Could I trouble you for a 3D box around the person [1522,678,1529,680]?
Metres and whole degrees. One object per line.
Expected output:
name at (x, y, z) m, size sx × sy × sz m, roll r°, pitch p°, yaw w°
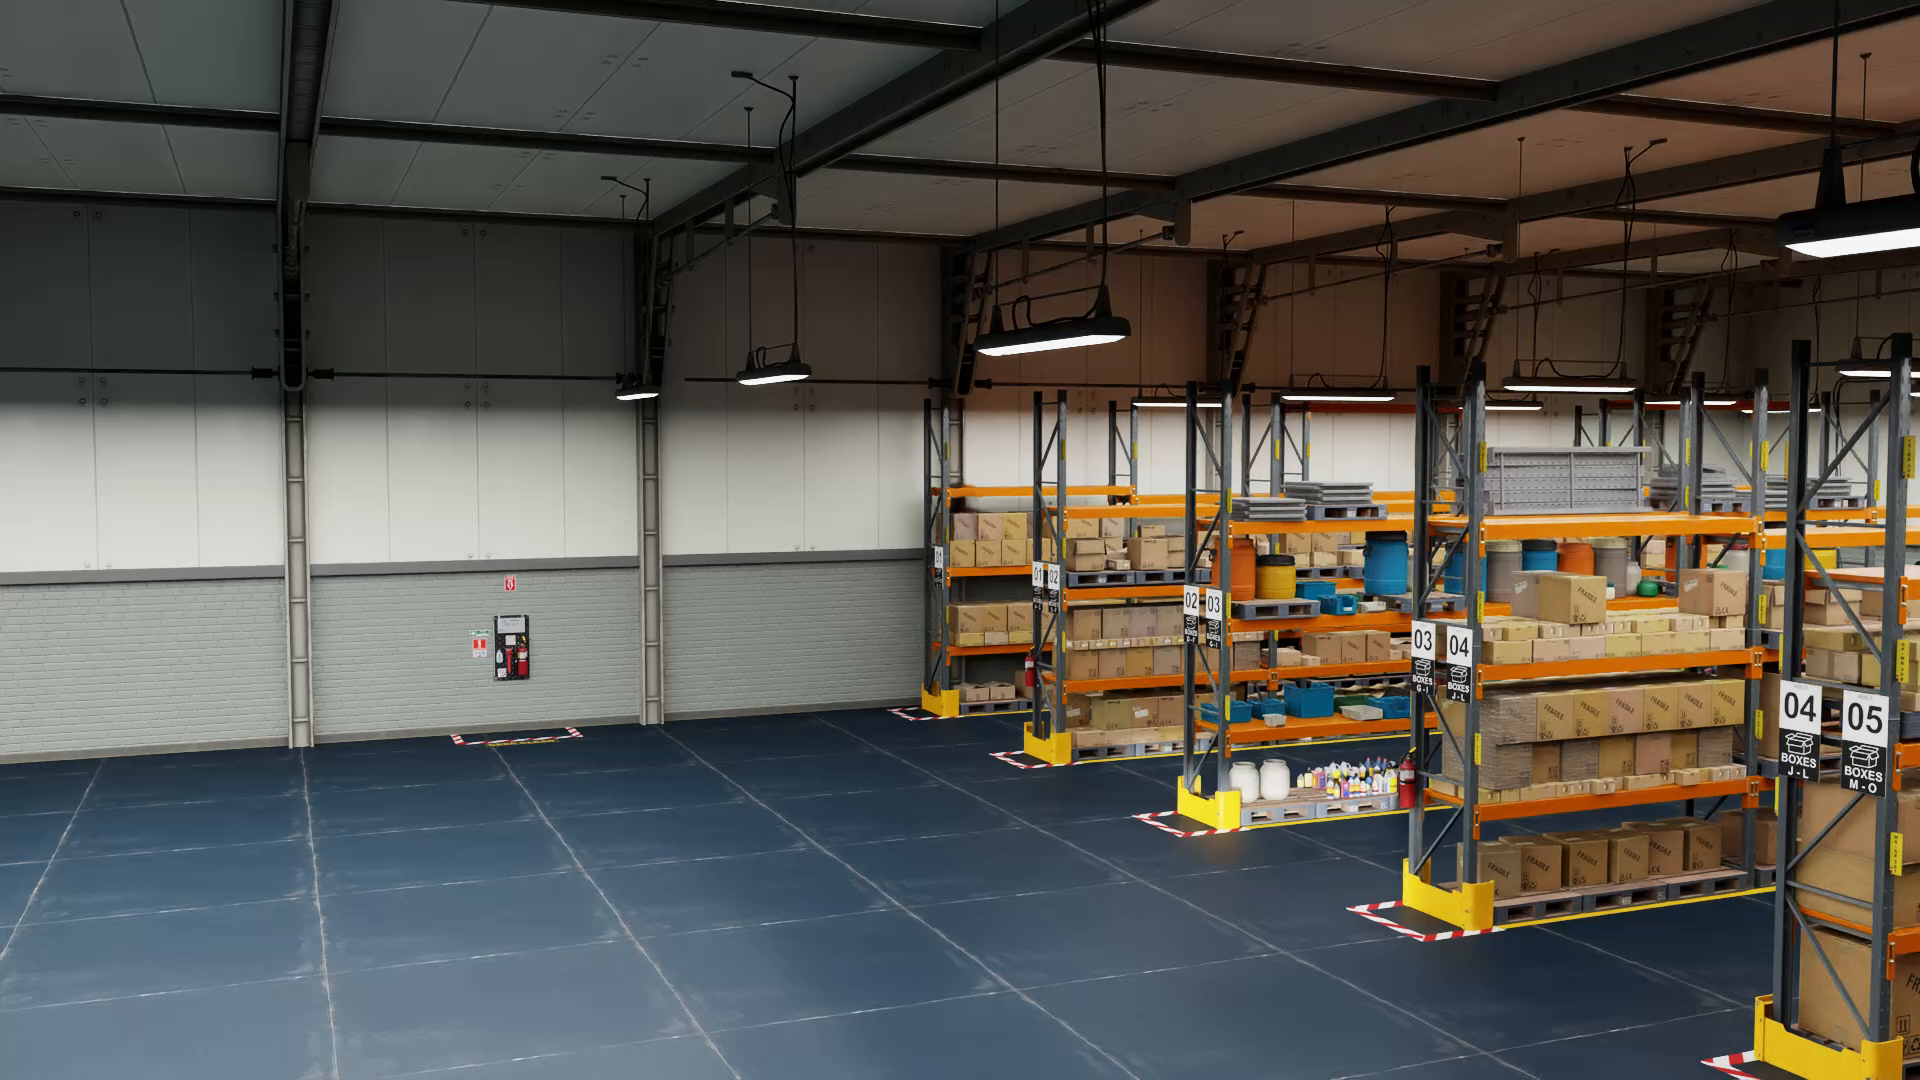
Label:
person at (9.647, 2.646, 28.731) m, size 0.476 × 1.650 × 0.553 m, roll -2°, pitch 4°, yaw -36°
